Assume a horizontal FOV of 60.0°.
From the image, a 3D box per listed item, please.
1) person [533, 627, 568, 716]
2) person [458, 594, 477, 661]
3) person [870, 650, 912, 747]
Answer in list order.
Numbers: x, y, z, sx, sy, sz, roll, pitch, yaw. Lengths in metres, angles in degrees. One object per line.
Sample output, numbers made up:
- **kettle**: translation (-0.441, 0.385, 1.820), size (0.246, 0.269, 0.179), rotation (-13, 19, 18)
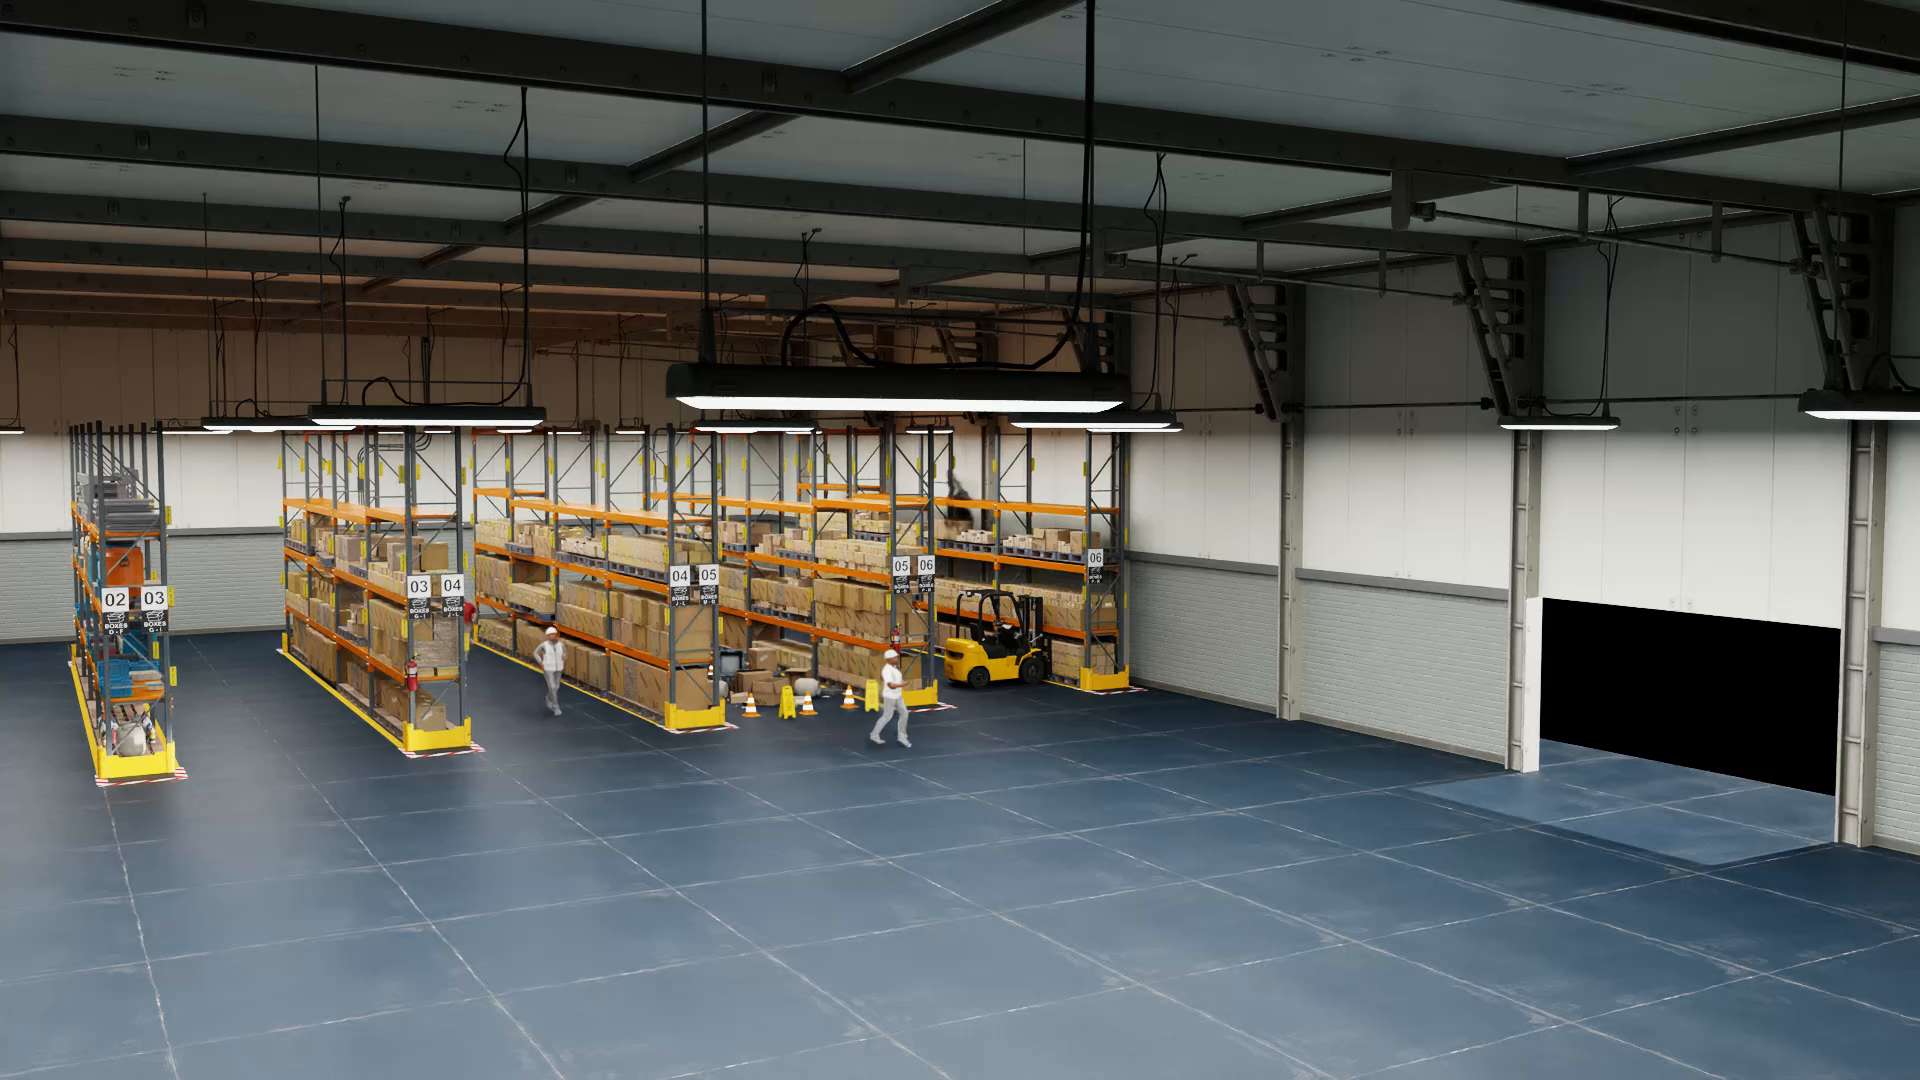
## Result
- **person**: translation (-8.406, 2.686, 34.347), size (0.662, 1.772, 0.912), rotation (-3, 5, -39)
- **person**: translation (-12.794, 2.239, 42.900), size (0.660, 1.708, 0.662), rotation (-2, 4, -27)
- **person**: translation (-1.271, 2.934, 30.719), size (0.796, 1.828, 0.669), rotation (1, 4, 15)
